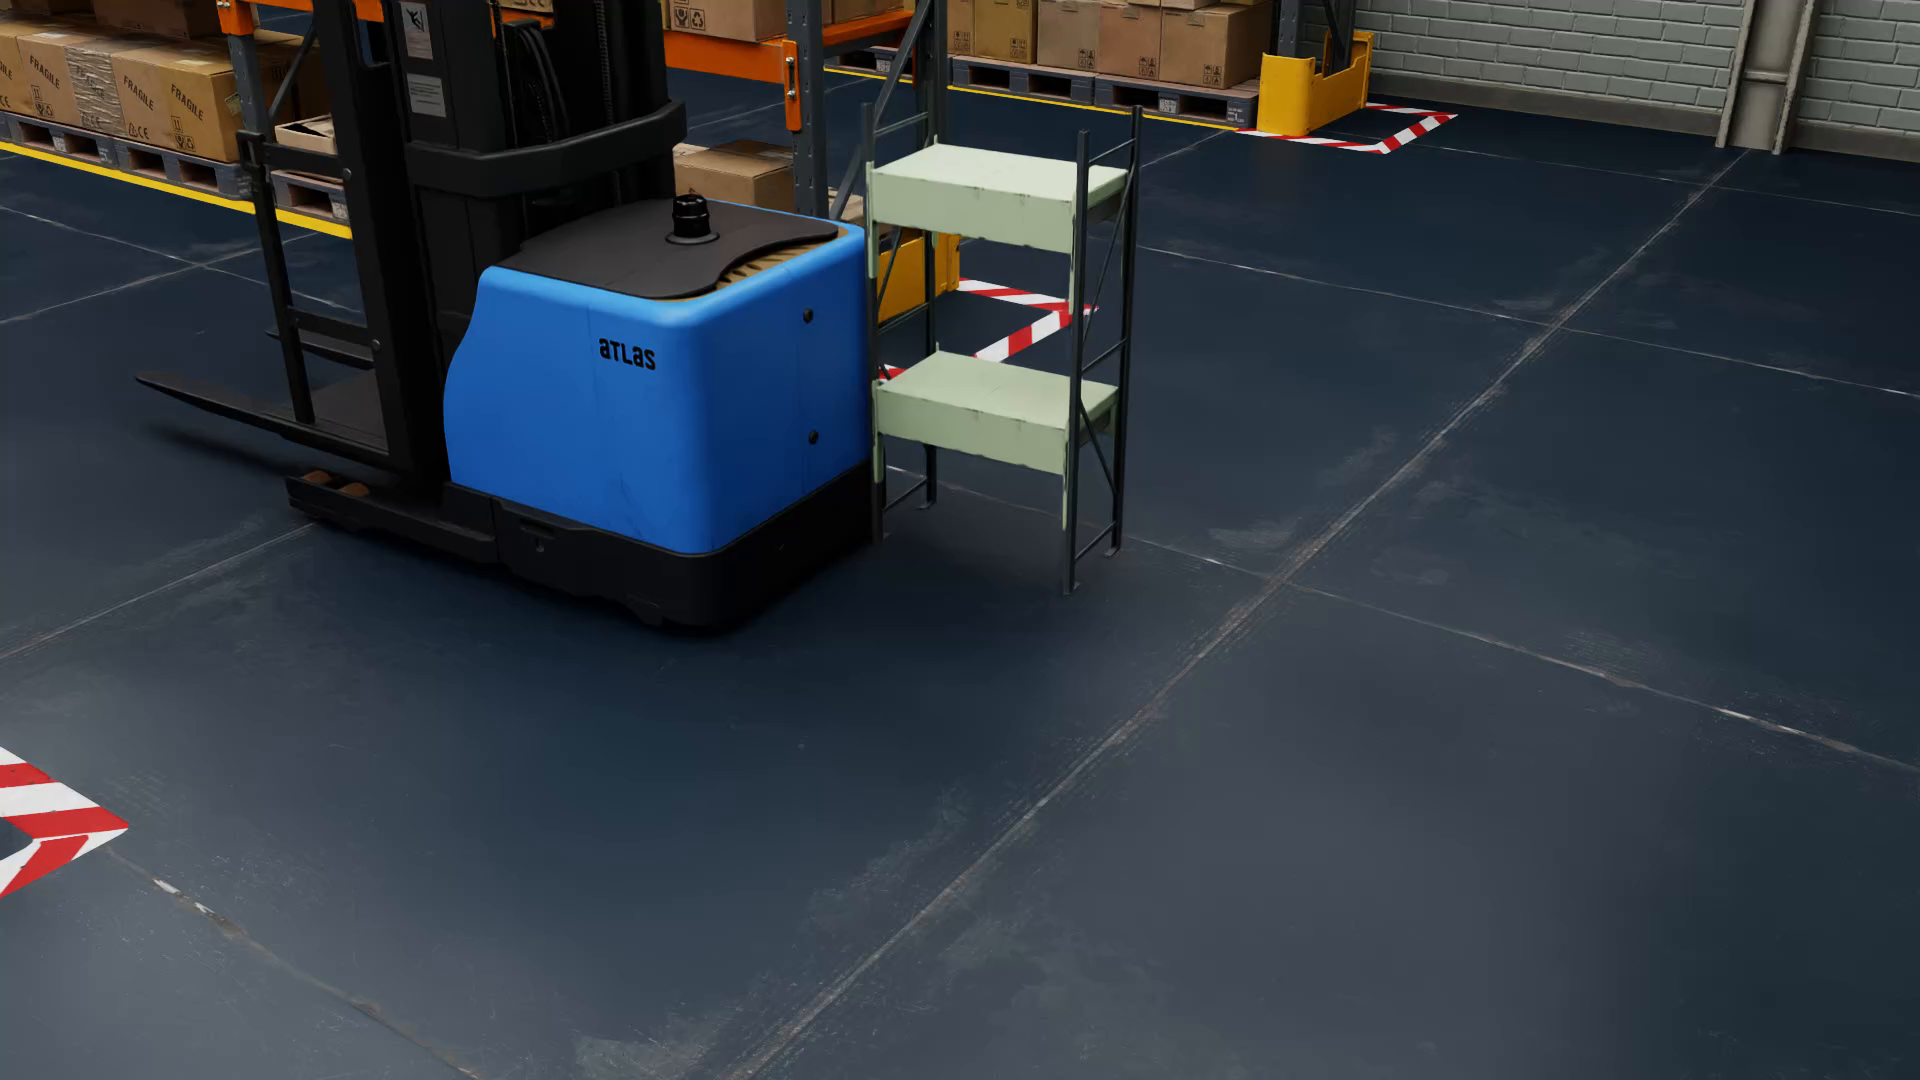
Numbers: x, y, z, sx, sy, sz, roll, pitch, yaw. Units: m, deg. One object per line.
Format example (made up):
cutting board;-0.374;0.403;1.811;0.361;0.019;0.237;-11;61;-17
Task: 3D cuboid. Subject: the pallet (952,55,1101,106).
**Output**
pallet;0.710;-3.504;12.403;1.213;0.211;1.003;17;32;30

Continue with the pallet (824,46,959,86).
pallet;-0.300;-3.817;13.018;1.213;0.211;1.003;17;32;30

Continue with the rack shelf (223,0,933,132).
rack shelf;-2.036;-2.597;8.339;4.000;0.370;1.077;17;32;30

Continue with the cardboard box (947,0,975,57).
cardboard box;0.088;-3.997;12.589;0.500;0.500;0.700;17;32;30

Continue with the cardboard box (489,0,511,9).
cardboard box;-2.163;-2.854;7.940;0.500;0.500;0.500;17;31;30

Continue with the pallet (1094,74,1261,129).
pallet;1.711;-3.190;11.786;1.213;0.211;1.003;17;32;30

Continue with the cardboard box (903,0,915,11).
cardboard box;-0.324;-4.127;12.845;0.500;0.500;0.700;18;32;31

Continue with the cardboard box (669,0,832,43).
cardboard box;-0.910;-2.462;7.170;0.500;0.500;0.500;18;32;32

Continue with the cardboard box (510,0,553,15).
cardboard box;-1.748;-2.724;7.685;0.500;0.500;0.500;18;32;31

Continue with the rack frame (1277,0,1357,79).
rack frame;2.414;-4.257;10.808;0.127;3.000;1.000;17;32;30

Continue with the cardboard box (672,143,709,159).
cardboard box;-1.499;-1.877;8.678;0.500;0.250;0.500;17;32;30

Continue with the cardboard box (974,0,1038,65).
cardboard box;0.510;-3.864;12.329;0.500;0.500;0.700;18;32;31

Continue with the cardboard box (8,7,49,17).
cardboard box;-6.078;-3.388;11.371;0.500;0.500;0.500;19;32;32

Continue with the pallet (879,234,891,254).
pallet;-1.107;-1.385;8.239;1.213;0.211;1.003;17;32;30

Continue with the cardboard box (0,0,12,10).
cardboard box;-7.247;-3.914;12.085;0.500;0.311;0.500;19;32;32

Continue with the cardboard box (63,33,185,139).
cardboard box;-5.069;-2.792;10.200;0.500;0.500;0.500;18;32;31

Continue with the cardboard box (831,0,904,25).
cardboard box;-0.604;-2.661;7.562;0.500;0.500;0.500;18;32;31

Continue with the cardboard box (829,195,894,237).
cardboard box;-0.538;-1.566;8.178;0.250;0.149;0.380;17;32;30

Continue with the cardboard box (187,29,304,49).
cardboard box;-4.391;-2.862;10.337;0.500;0.500;0.500;18;32;31

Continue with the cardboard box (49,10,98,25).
cardboard box;-5.651;-3.255;11.110;0.500;0.500;0.500;16;31;29

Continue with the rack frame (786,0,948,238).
rack frame;-0.387;-2.404;7.167;0.127;3.000;1.000;17;32;30

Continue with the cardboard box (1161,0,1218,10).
cardboard box;1.572;-3.727;11.343;0.250;0.149;0.380;17;31;30

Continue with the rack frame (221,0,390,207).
rack frame;-3.684;-3.431;9.185;0.127;3.000;1.000;17;32;30

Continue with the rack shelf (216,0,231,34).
rack shelf;-5.333;-3.624;10.358;4.000;0.370;1.077;17;32;30

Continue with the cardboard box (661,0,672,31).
cardboard box;-1.340;-2.594;7.430;0.500;0.500;0.500;18;32;31

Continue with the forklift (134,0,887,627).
forklift;-1.781;-1.523;5.511;3.031;2.935;1.130;16;31;28

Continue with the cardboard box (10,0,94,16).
cardboard box;-6.029;-3.709;11.176;0.500;0.250;0.500;19;32;32

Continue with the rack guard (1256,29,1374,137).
rack guard;2.434;-3.137;11.363;0.348;0.500;1.175;17;32;30

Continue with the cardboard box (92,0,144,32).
cardboard box;-5.183;-3.448;10.663;0.500;0.250;0.500;17;31;29

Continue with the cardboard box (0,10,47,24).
cardboard box;-6.333;-3.184;10.971;0.500;0.500;0.500;16;31;29

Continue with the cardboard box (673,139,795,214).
cardboard box;-0.975;-1.534;7.728;0.500;0.500;0.500;17;32;30

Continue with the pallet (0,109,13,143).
pallet;-6.387;-3.010;11.432;1.213;0.211;1.003;17;32;30

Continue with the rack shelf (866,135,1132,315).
rack shelf;0.125;-0.996;5.193;0.720;0.370;0.431;15;30;26

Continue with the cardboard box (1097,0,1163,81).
cardboard box;1.368;-3.601;11.812;0.500;0.500;0.700;17;32;30

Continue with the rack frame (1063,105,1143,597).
rack frame;0.443;-0.566;5.208;0.023;1.500;0.400;15;30;26

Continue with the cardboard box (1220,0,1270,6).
cardboard box;1.997;-3.804;11.496;0.250;0.149;0.380;18;32;31

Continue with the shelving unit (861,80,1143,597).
shelving unit;0.125;-0.648;5.370;0.755;1.500;0.431;15;30;26

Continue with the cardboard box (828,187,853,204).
cardboard box;-0.744;-1.638;8.300;0.250;0.166;0.380;17;32;30

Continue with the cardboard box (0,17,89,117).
cardboard box;-5.923;-3.054;10.714;0.500;0.500;0.500;17;31;30

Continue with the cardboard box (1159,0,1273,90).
cardboard box;1.781;-3.473;11.559;0.500;0.500;0.700;17;32;30

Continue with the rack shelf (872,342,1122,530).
rack shelf;0.125;-0.357;5.518;0.720;0.370;0.431;15;30;26

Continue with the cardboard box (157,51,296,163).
cardboard box;-4.253;-2.533;9.691;0.500;0.500;0.500;17;32;30

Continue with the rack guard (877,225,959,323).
rack guard;-0.450;-1.310;7.772;0.348;0.500;1.175;17;32;30

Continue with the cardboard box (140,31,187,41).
cardboard box;-4.799;-2.993;10.594;0.500;0.500;0.500;18;32;31

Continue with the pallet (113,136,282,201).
pallet;-4.376;-2.383;10.200;1.213;0.211;1.003;17;32;30

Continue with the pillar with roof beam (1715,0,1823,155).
pillar with roof beam;2.692;-4.951;5.558;0.400;9.000;9.100;17;32;30

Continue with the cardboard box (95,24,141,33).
cardboard box;-5.215;-3.123;10.850;0.500;0.500;0.500;16;31;28

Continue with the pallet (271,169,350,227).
pallet;-3.119;-2.012;9.471;1.213;0.211;1.003;17;32;30

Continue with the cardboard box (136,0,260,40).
cardboard box;-4.769;-3.320;10.410;0.500;0.250;0.500;17;32;30

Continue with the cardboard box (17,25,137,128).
cardboard box;-5.490;-2.922;10.455;0.500;0.500;0.500;16;31;29

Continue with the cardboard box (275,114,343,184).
cardboard box;-3.461;-2.240;9.325;0.500;0.311;0.500;17;32;30

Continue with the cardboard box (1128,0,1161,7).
cardboard box;1.361;-3.792;11.472;0.250;0.149;0.380;18;32;32

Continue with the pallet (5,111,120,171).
pallet;-5.386;-2.696;10.816;1.213;0.211;1.003;17;32;30

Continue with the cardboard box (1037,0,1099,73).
cardboard box;0.953;-3.730;12.065;0.500;0.500;0.700;16;31;29

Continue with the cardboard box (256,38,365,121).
cardboard box;-3.945;-2.729;10.076;0.500;0.500;0.500;16;31;28

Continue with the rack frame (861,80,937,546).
rack frame;-0.192;-0.730;5.532;0.023;1.500;0.400;15;30;26

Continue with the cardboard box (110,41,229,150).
cardboard box;-4.656;-2.663;9.947;0.500;0.500;0.500;17;32;30
